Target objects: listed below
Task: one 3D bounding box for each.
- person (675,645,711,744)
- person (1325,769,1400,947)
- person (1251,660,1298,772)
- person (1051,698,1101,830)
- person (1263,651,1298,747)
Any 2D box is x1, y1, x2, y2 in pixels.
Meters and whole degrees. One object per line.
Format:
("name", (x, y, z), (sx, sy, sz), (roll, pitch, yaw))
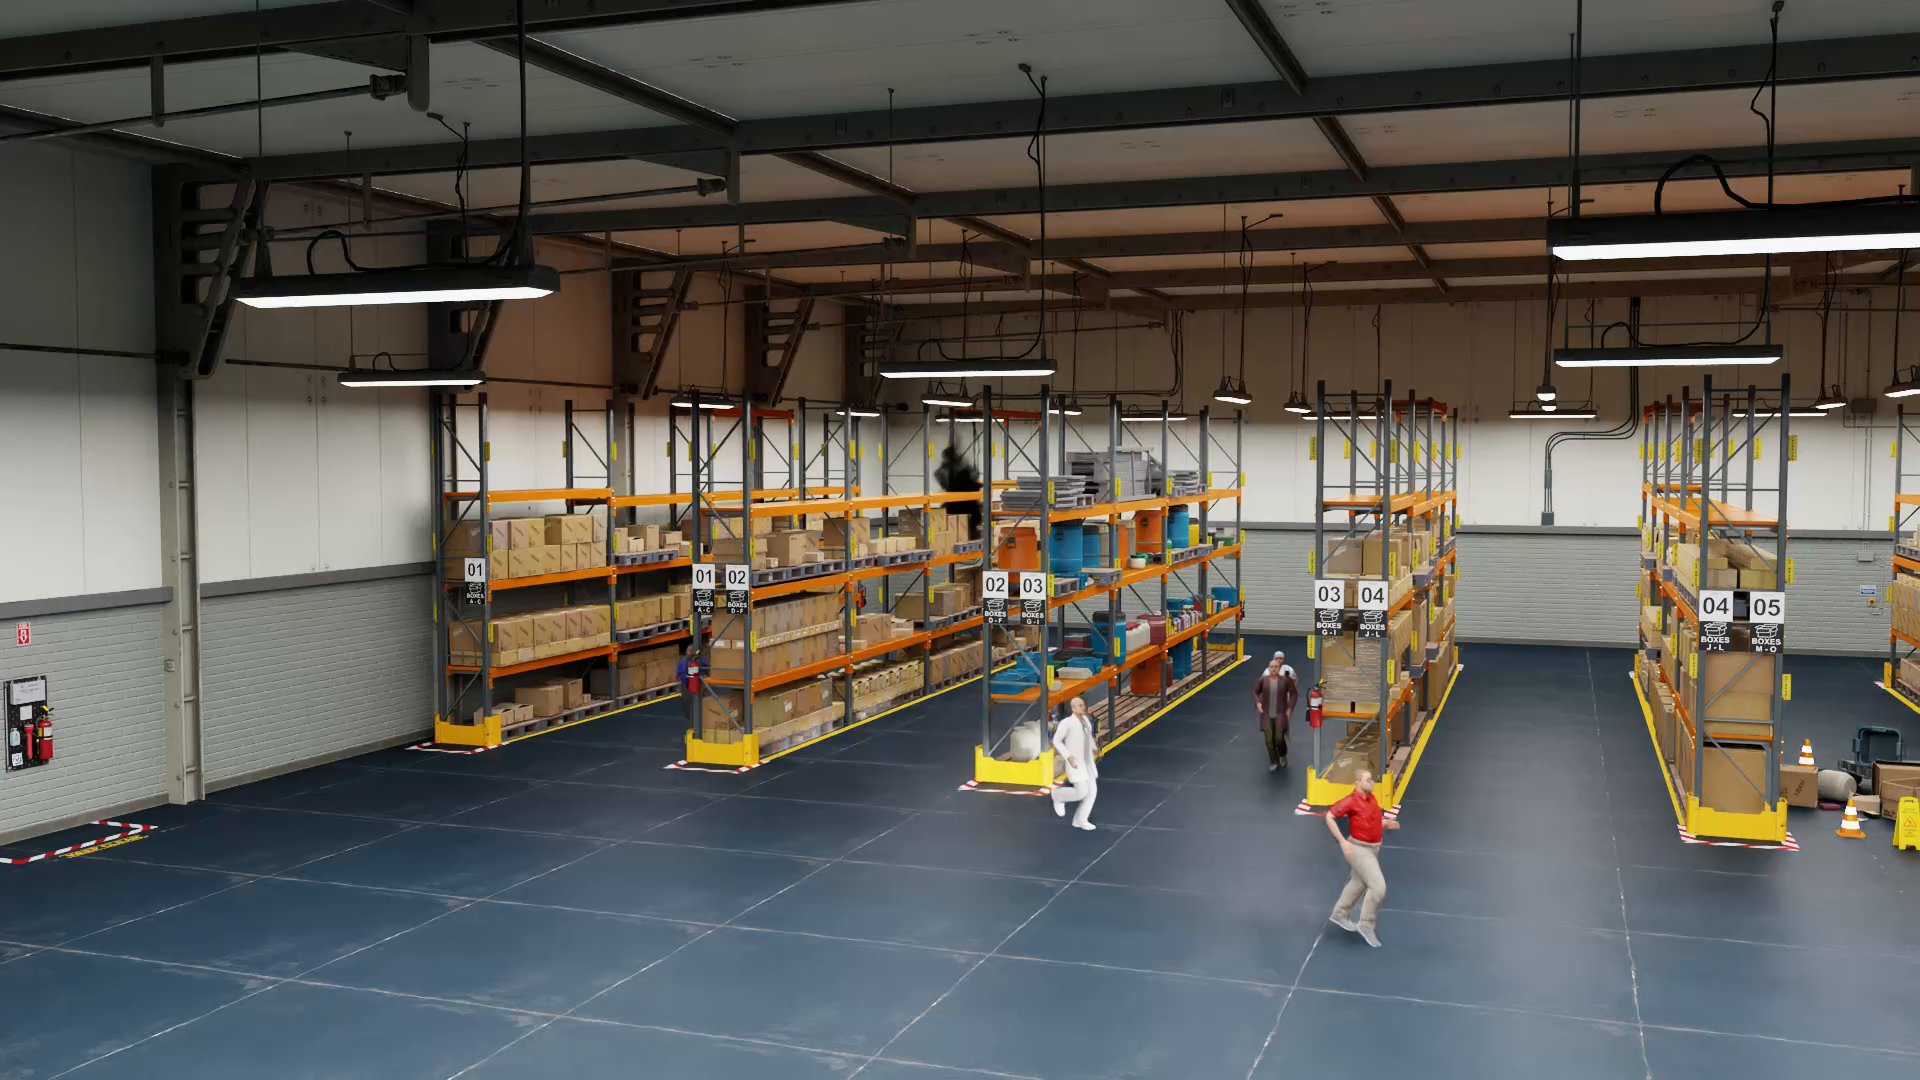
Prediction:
("person", (-4.635, 2.641, 28.705), (0.579, 1.638, 0.924), (1, 3, 11))
("person", (4.128, 3.245, 17.029), (0.768, 1.798, 0.631), (2, 4, 36))
("person", (4.898, 2.746, 26.002), (0.716, 1.743, 0.630), (1, 3, 20))
("person", (1.544, 2.962, 22.155), (0.718, 1.739, 0.673), (-3, 4, -44))
("person", (5.373, 2.689, 28.027), (0.603, 1.628, 0.573), (1, 3, 16))
